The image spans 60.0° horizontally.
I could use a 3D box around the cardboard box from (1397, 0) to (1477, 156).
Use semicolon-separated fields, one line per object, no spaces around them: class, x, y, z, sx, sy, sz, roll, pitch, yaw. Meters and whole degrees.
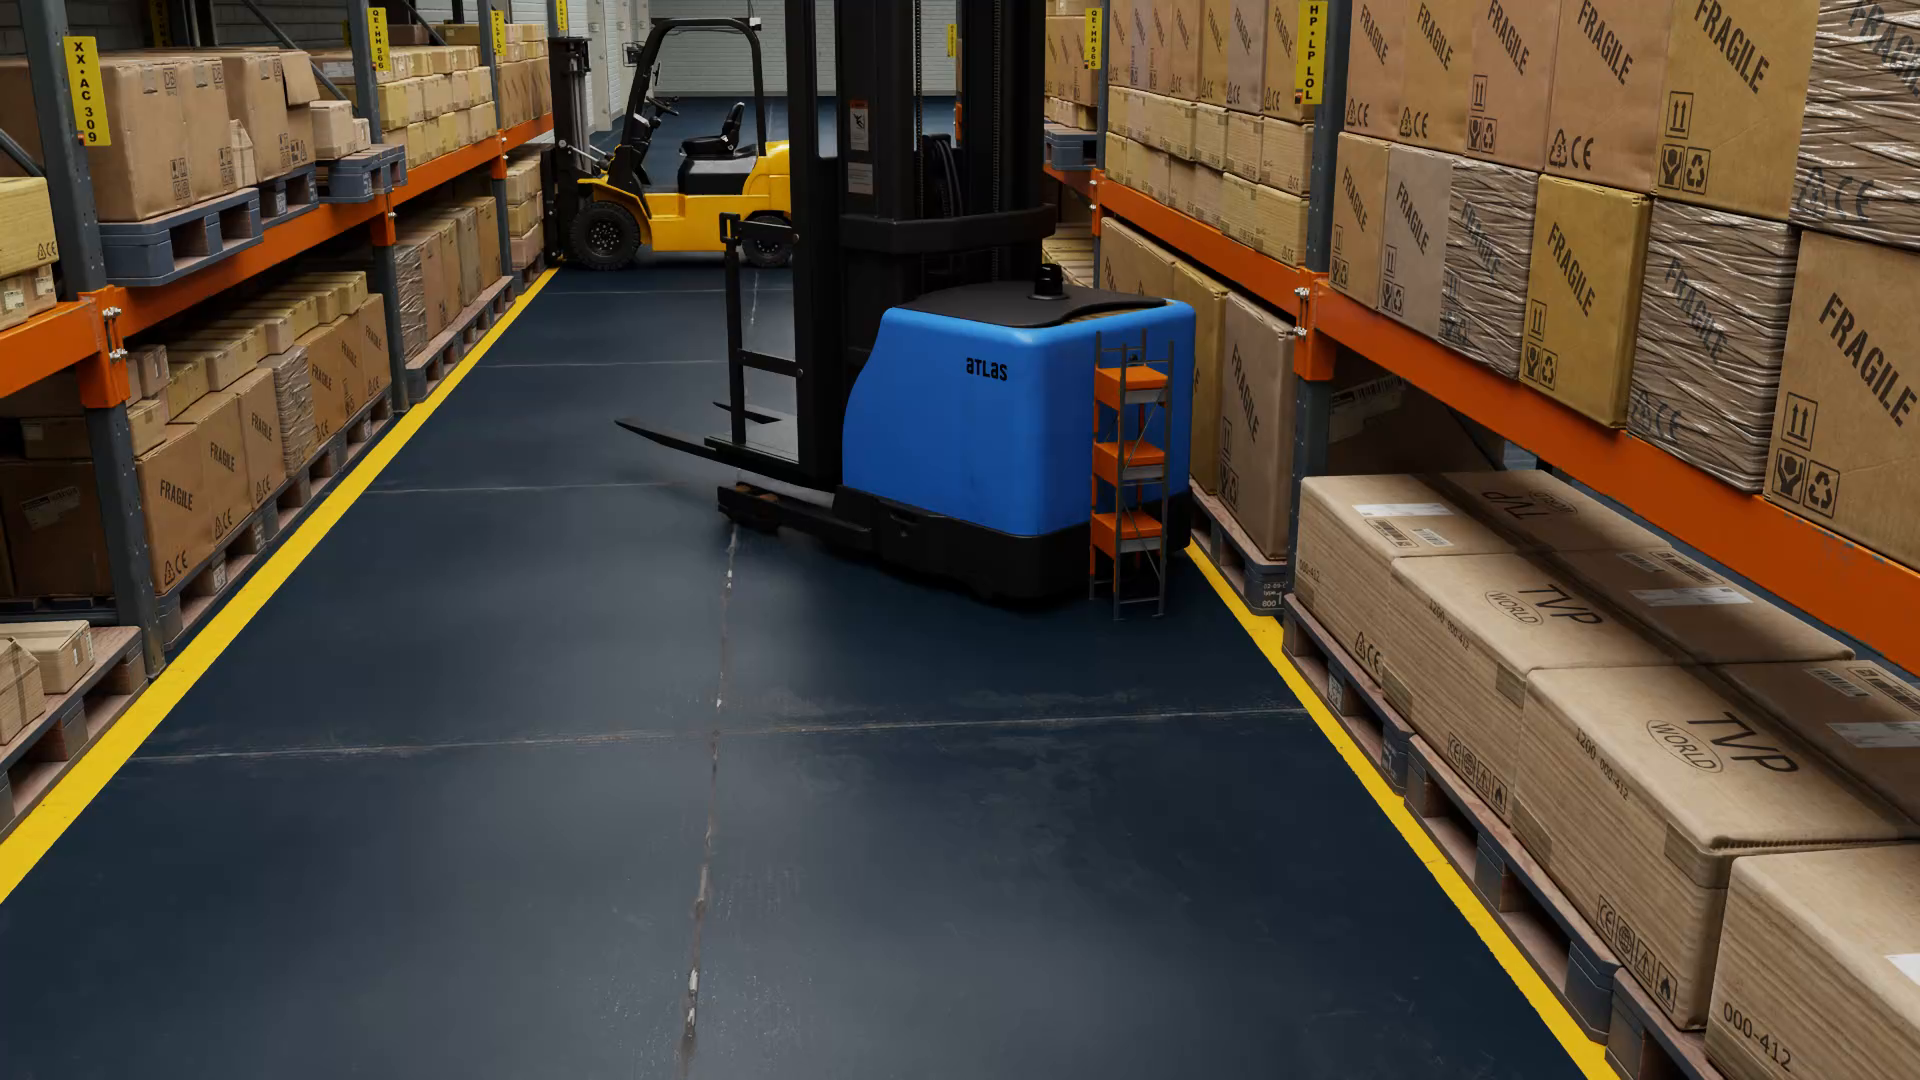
cardboard box;1.551;-1.333;4.578;0.500;0.500;0.500;-2;18;-6

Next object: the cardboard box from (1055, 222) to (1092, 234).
cardboard box;0.928;-2.282;13.124;0.950;0.372;0.625;-2;17;-5

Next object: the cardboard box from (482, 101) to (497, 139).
cardboard box;-3.753;-3.123;12.369;0.500;0.250;0.500;-1;17;-4

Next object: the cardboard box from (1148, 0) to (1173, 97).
cardboard box;1.191;-2.368;7.876;0.500;0.500;0.500;-1;17;-4

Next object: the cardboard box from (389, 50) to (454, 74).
cardboard box;-3.543;-3.143;10.931;0.380;0.149;0.250;-2;18;-7

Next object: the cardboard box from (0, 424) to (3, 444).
cardboard box;-3.565;-0.372;5.742;0.380;0.149;0.250;-2;18;-8

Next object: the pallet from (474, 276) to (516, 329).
pallet;-3.950;-1.788;12.521;1.003;0.211;1.213;-2;18;-6

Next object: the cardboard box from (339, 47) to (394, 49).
cardboard box;-4.242;-3.427;11.835;0.380;0.149;0.250;-2;18;-6

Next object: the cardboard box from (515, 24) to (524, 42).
cardboard box;-4.067;-4.471;14.664;0.380;0.149;0.250;-2;17;-5

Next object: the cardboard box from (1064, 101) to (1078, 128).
cardboard box;0.846;-2.622;10.239;0.380;0.149;0.250;-2;18;-6

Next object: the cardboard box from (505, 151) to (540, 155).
cardboard box;-3.999;-3.465;15.426;0.500;0.250;0.500;-2;17;-5

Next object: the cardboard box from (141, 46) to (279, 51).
cardboard box;-3.755;-2.235;8.421;0.500;0.500;0.500;-1;17;-3

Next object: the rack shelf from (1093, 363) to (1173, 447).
rack shelf;0.633;-0.502;6.111;0.215;0.259;0.240;-5;18;-17

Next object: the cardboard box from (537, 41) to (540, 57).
cardboard box;-4.052;-4.485;15.204;0.380;0.149;0.250;-2;18;-7

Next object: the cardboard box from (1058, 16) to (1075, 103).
cardboard box;0.897;-2.970;10.266;0.500;0.500;0.500;-2;18;-7

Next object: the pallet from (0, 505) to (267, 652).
pallet;-3.361;0.136;6.393;1.003;0.211;1.213;-2;18;-6

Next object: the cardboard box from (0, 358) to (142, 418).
cardboard box;-3.072;-0.526;5.737;0.380;0.149;0.250;-2;18;-7

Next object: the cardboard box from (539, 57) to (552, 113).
cardboard box;-4.121;-4.283;15.645;0.500;0.500;0.500;-1;17;-4

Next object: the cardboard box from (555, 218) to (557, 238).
cardboard box;-3.954;-2.835;15.090;0.500;0.250;0.500;-1;17;-4

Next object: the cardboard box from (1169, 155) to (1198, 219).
cardboard box;1.258;-1.619;7.576;0.500;0.250;0.500;-2;18;-6

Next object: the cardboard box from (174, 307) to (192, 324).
cardboard box;-3.792;-0.986;7.699;0.380;0.149;0.250;-2;18;-7

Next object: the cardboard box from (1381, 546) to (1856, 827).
cardboard box;1.748;0.371;4.564;0.875;0.438;0.875;-2;18;-7

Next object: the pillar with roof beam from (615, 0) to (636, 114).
pillar with roof beam;-3.495;-14.439;38.146;9.100;9.000;0.400;-2;18;-6

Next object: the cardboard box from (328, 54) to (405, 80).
cardboard box;-3.473;-2.762;9.717;0.380;0.149;0.250;-1;17;-4

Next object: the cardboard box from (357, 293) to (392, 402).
cardboard box;-3.395;-1.034;8.934;0.500;0.500;0.500;-1;17;-4

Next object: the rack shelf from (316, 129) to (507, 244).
rack shelf;-3.859;-2.398;11.009;1.077;0.370;4.000;-2;18;-6

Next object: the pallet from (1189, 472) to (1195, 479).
pallet;1.413;-0.370;8.002;1.003;0.211;1.213;-2;18;-6

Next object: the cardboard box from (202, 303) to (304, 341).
cardboard box;-3.299;-1.009;7.772;0.380;0.149;0.250;-2;18;-6

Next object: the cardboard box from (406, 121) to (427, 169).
cardboard box;-3.502;-2.364;9.948;0.500;0.250;0.500;-2;18;-7

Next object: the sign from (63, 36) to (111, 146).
sign;-2.701;-1.386;5.138;0.100;0.325;0.005;-2;18;-6

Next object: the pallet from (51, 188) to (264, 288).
pallet;-3.214;-1.103;6.005;1.003;0.211;1.213;-2;18;-6

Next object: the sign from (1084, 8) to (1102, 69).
sign;0.746;-2.795;9.271;0.100;0.325;0.005;-2;18;-6

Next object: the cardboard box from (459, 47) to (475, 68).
cardboard box;-3.764;-3.523;12.141;0.380;0.149;0.250;-2;18;-6

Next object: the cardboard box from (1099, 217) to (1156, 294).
cardboard box;1.273;-1.278;9.086;0.875;0.875;0.875;-2;18;-6

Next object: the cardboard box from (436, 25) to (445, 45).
cardboard box;-3.937;-4.015;13.211;0.380;0.149;0.250;-2;17;-5

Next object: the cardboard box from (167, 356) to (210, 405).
cardboard box;-3.197;-0.623;6.544;0.380;0.149;0.250;-2;18;-7

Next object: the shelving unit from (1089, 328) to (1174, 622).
shelving unit;0.633;-0.241;6.193;0.215;1.050;0.252;-5;18;-17

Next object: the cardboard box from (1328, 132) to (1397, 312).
cardboard box;1.485;-1.008;5.213;0.500;0.500;0.500;-1;17;-4

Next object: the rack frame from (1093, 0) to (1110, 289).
rack frame;1.284;-2.300;9.495;1.000;3.000;0.127;-2;18;-6

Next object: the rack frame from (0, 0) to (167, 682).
rack frame;-3.240;-0.954;5.207;1.000;3.000;0.127;-2;18;-6

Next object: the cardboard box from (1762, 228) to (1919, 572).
cardboard box;1.760;-0.250;2.797;0.500;0.500;0.500;-2;18;-7

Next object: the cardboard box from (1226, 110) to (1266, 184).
cardboard box;1.351;-1.548;6.514;0.500;0.250;0.500;-1;17;-4

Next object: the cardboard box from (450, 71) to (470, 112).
cardboard box;-3.653;-3.060;11.332;0.500;0.250;0.500;-1;17;-5

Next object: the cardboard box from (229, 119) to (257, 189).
cardboard box;-3.001;-1.516;6.520;0.396;0.266;0.258;-1;17;-3

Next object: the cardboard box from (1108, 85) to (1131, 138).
cardboard box;1.091;-2.308;8.937;0.500;0.250;0.500;-2;18;-6

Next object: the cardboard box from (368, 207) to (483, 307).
cardboard box;-3.928;-2.018;11.860;0.875;0.625;0.625;-2;18;-6

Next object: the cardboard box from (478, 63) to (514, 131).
cardboard box;-3.851;-3.525;13.231;0.500;0.500;0.500;-2;18;-7

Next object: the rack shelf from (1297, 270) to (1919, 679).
rack shelf;1.903;-0.169;3.909;1.077;0.370;4.000;-2;18;-6

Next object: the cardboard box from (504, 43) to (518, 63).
cardboard box;-3.871;-4.027;13.747;0.380;0.149;0.250;-1;17;-4

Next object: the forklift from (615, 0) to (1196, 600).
forklift;-0.436;-1.531;7.162;1.130;2.935;3.031;-16;24;-42

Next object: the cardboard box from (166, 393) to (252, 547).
cardboard box;-3.131;-0.271;6.504;0.500;0.500;0.500;-2;18;-6

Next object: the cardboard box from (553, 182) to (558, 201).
cardboard box;-4.001;-3.218;15.473;0.500;0.250;0.500;-2;18;-7
